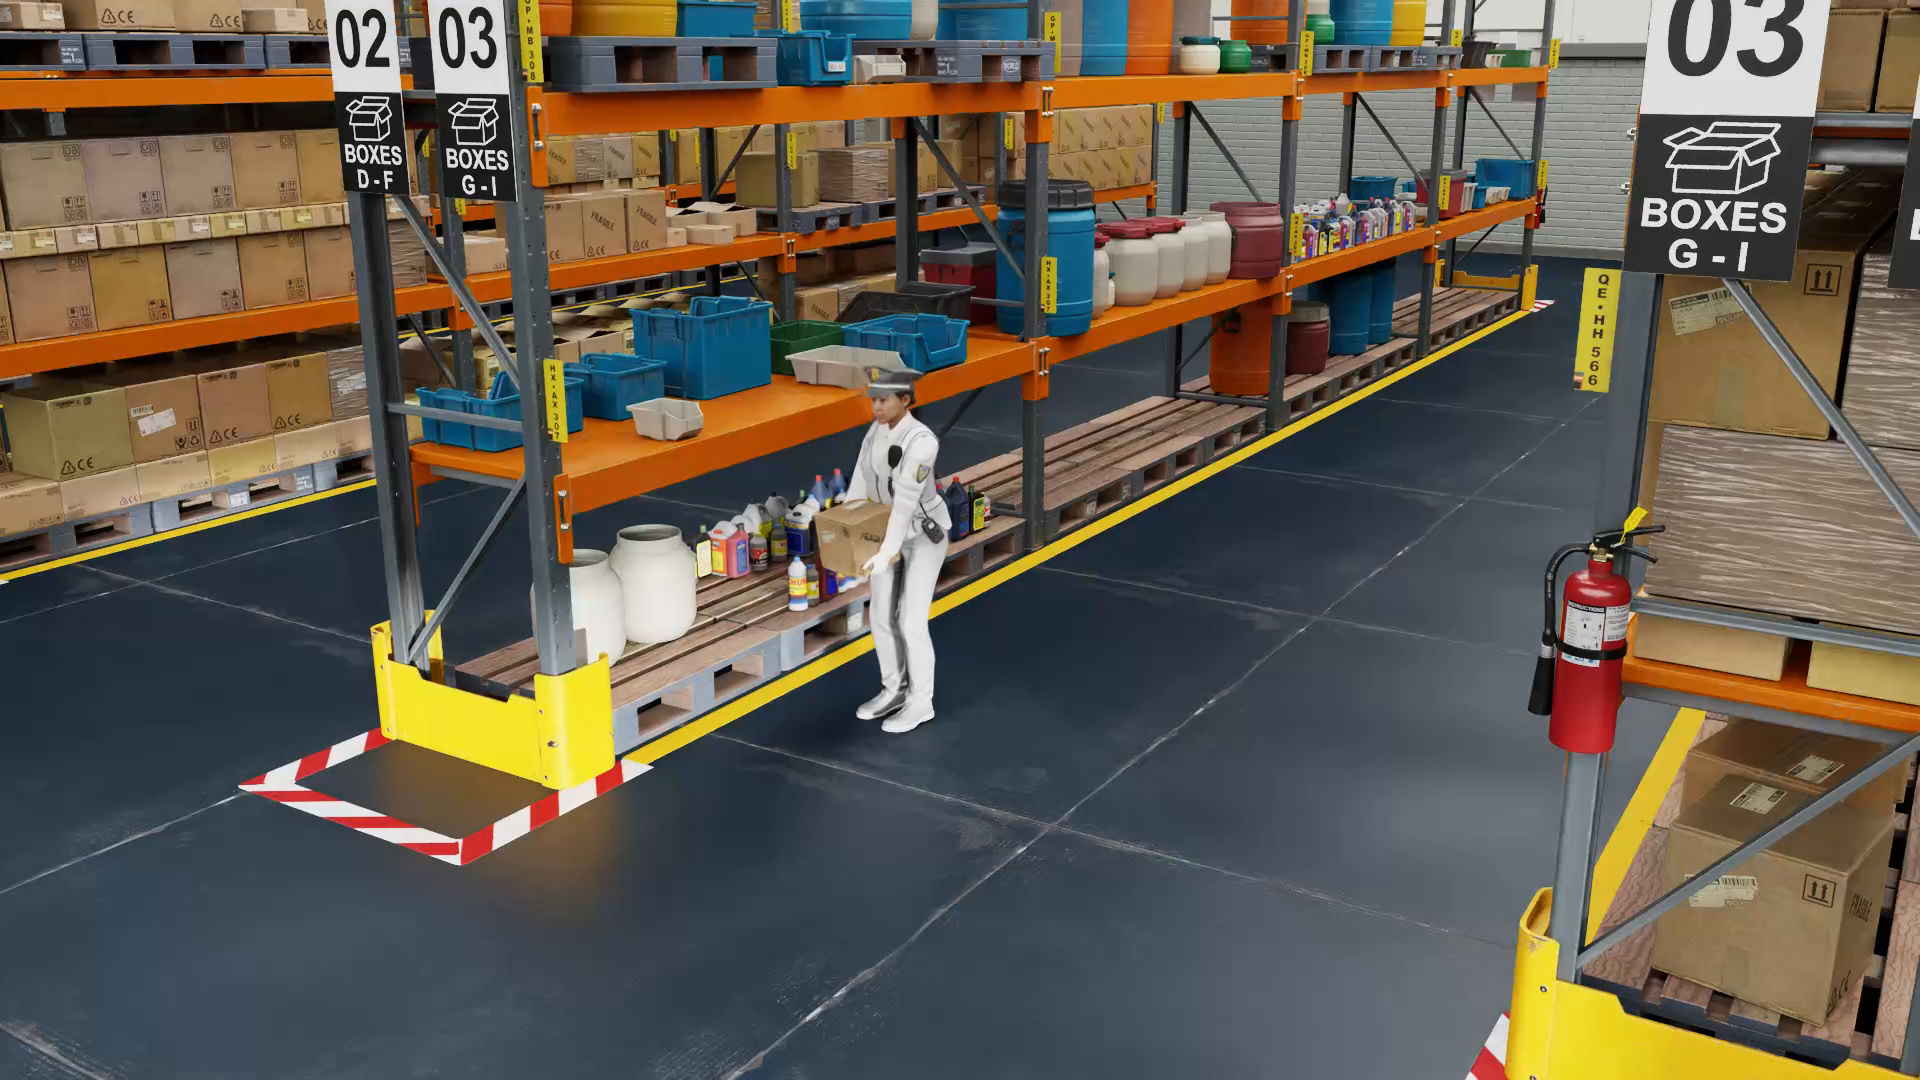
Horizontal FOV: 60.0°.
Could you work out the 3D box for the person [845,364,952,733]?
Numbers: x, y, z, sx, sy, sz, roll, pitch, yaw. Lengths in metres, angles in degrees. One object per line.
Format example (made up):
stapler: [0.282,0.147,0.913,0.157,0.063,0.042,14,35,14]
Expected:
person: [-0.301,0.032,7.436,0.542,1.667,0.414,-14,21,-39]
